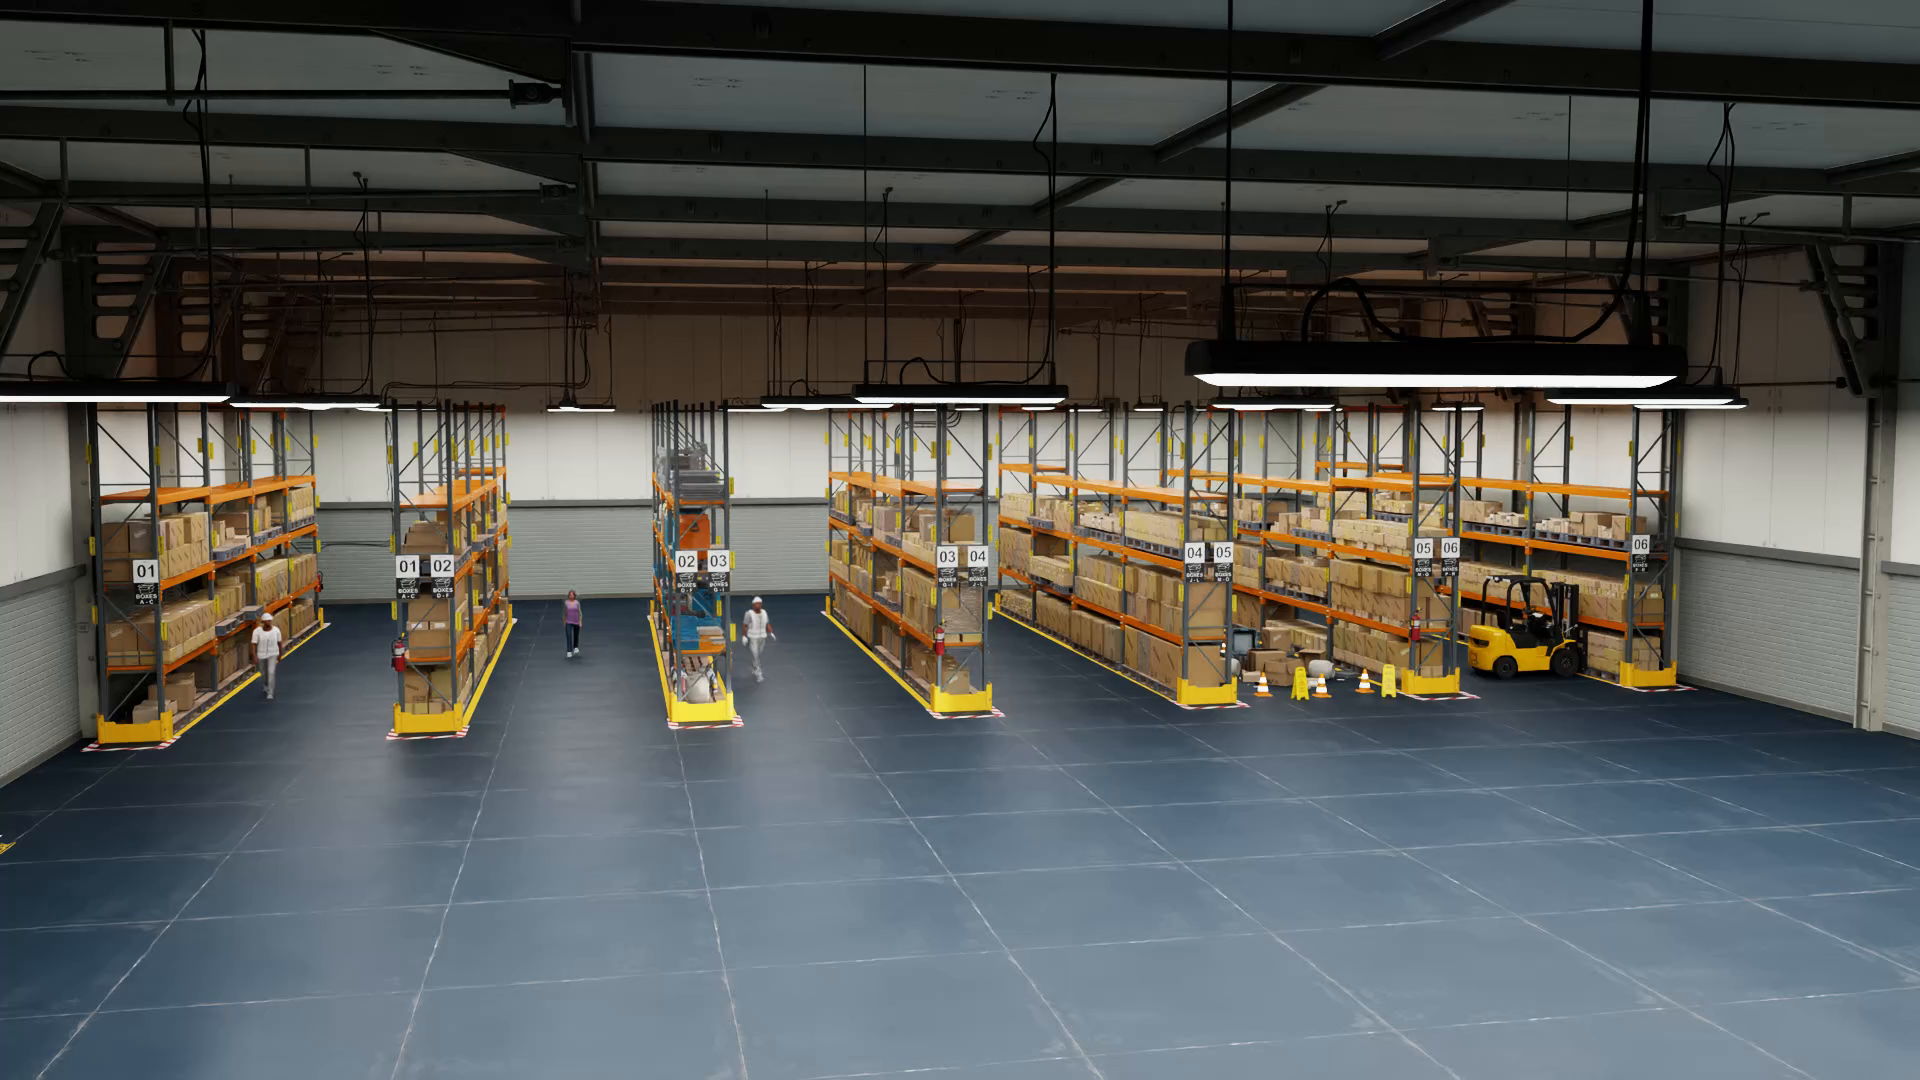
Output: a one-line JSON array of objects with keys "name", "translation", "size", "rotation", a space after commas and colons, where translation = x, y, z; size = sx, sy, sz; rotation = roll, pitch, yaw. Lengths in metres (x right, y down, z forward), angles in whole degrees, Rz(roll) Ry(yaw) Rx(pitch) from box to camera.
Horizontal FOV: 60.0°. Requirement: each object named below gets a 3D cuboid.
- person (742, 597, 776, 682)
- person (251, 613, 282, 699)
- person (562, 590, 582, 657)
[{"name": "person", "translation": [-4.353, 2.120, 36.031], "size": [0.642, 1.760, 0.979], "rotation": [-3, 5, -32]}, {"name": "person", "translation": [-13.985, 2.327, 33.539], "size": [0.531, 1.712, 1.107], "rotation": [-1, 4, -13]}, {"name": "person", "translation": [-9.191, 1.960, 39.399], "size": [0.445, 1.539, 0.972], "rotation": [-1, 4, -12]}]
